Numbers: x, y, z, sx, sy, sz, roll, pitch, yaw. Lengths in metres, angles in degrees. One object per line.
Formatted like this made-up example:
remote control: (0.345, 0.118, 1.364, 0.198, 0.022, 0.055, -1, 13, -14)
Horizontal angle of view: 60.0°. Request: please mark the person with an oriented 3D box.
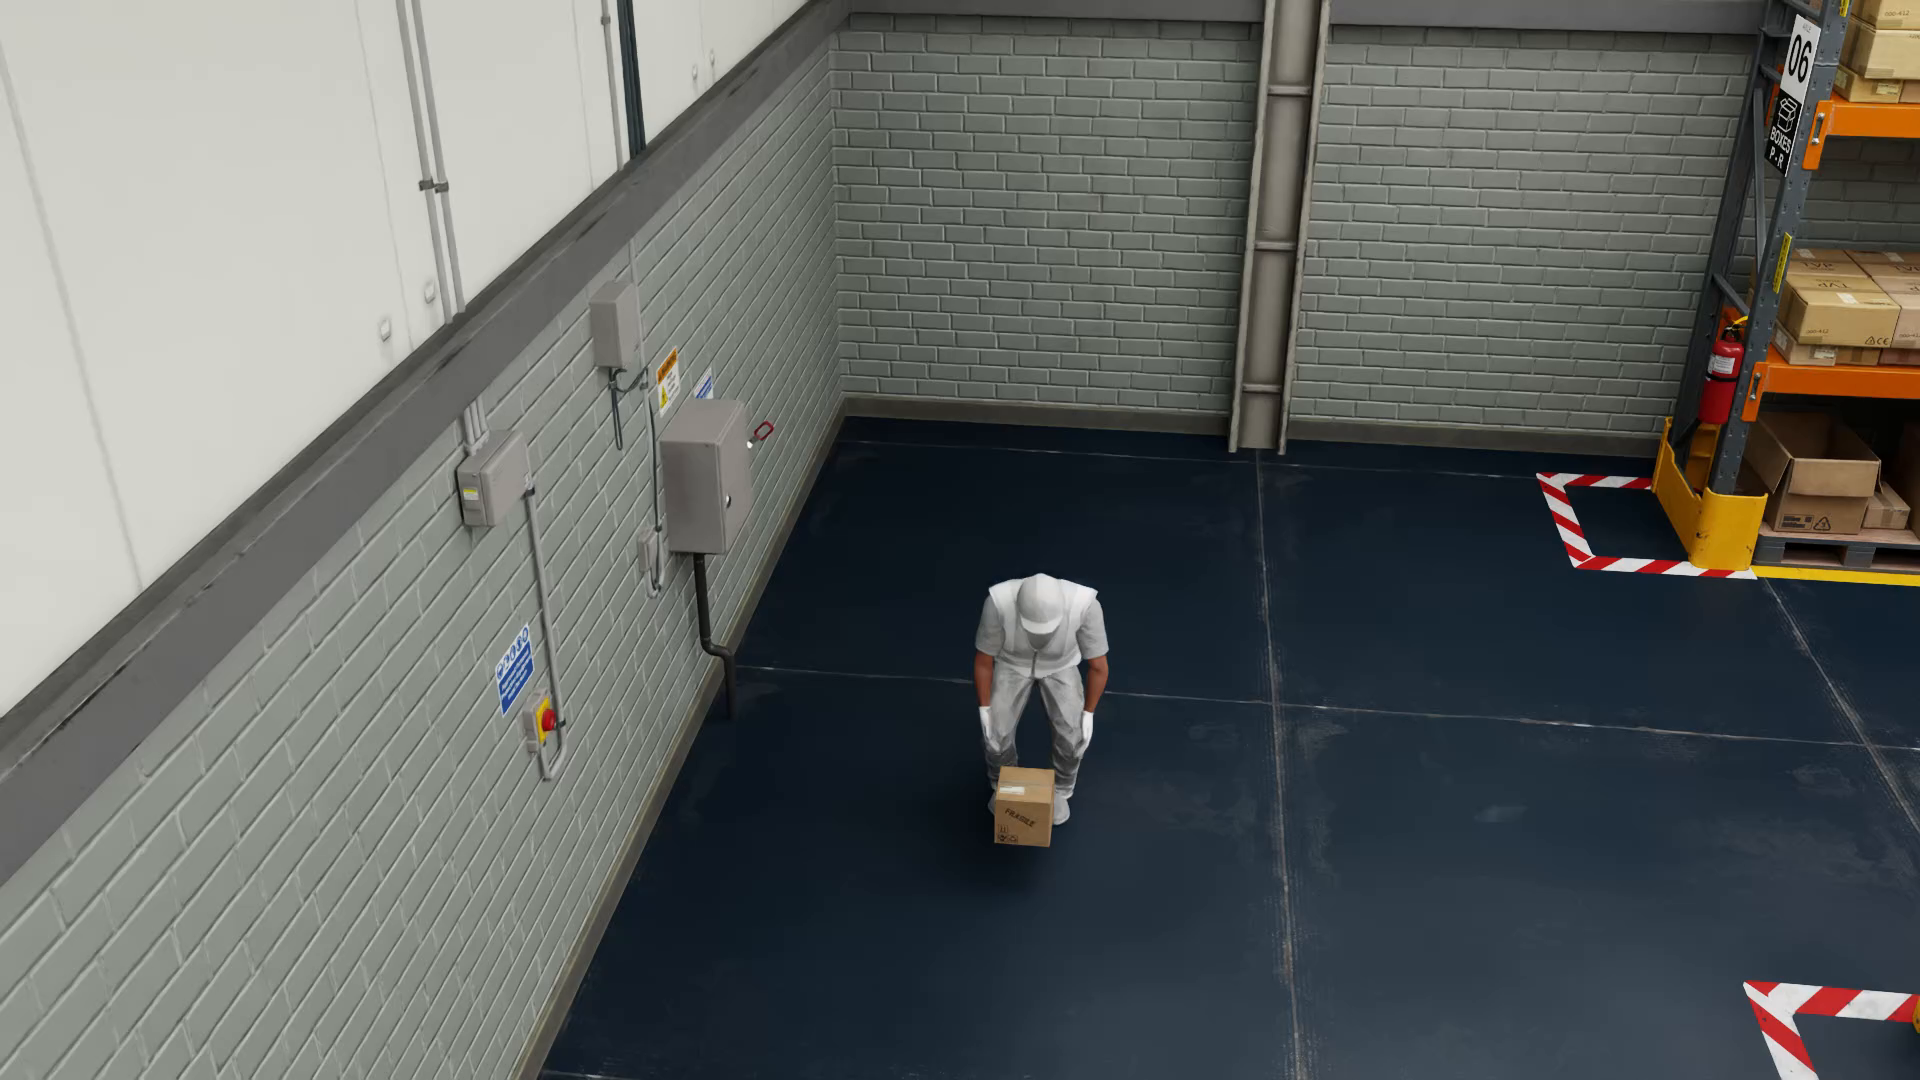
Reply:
person: (0.380, 0.670, 7.712, 0.612, 1.441, 0.755, 3, 28, 6)
